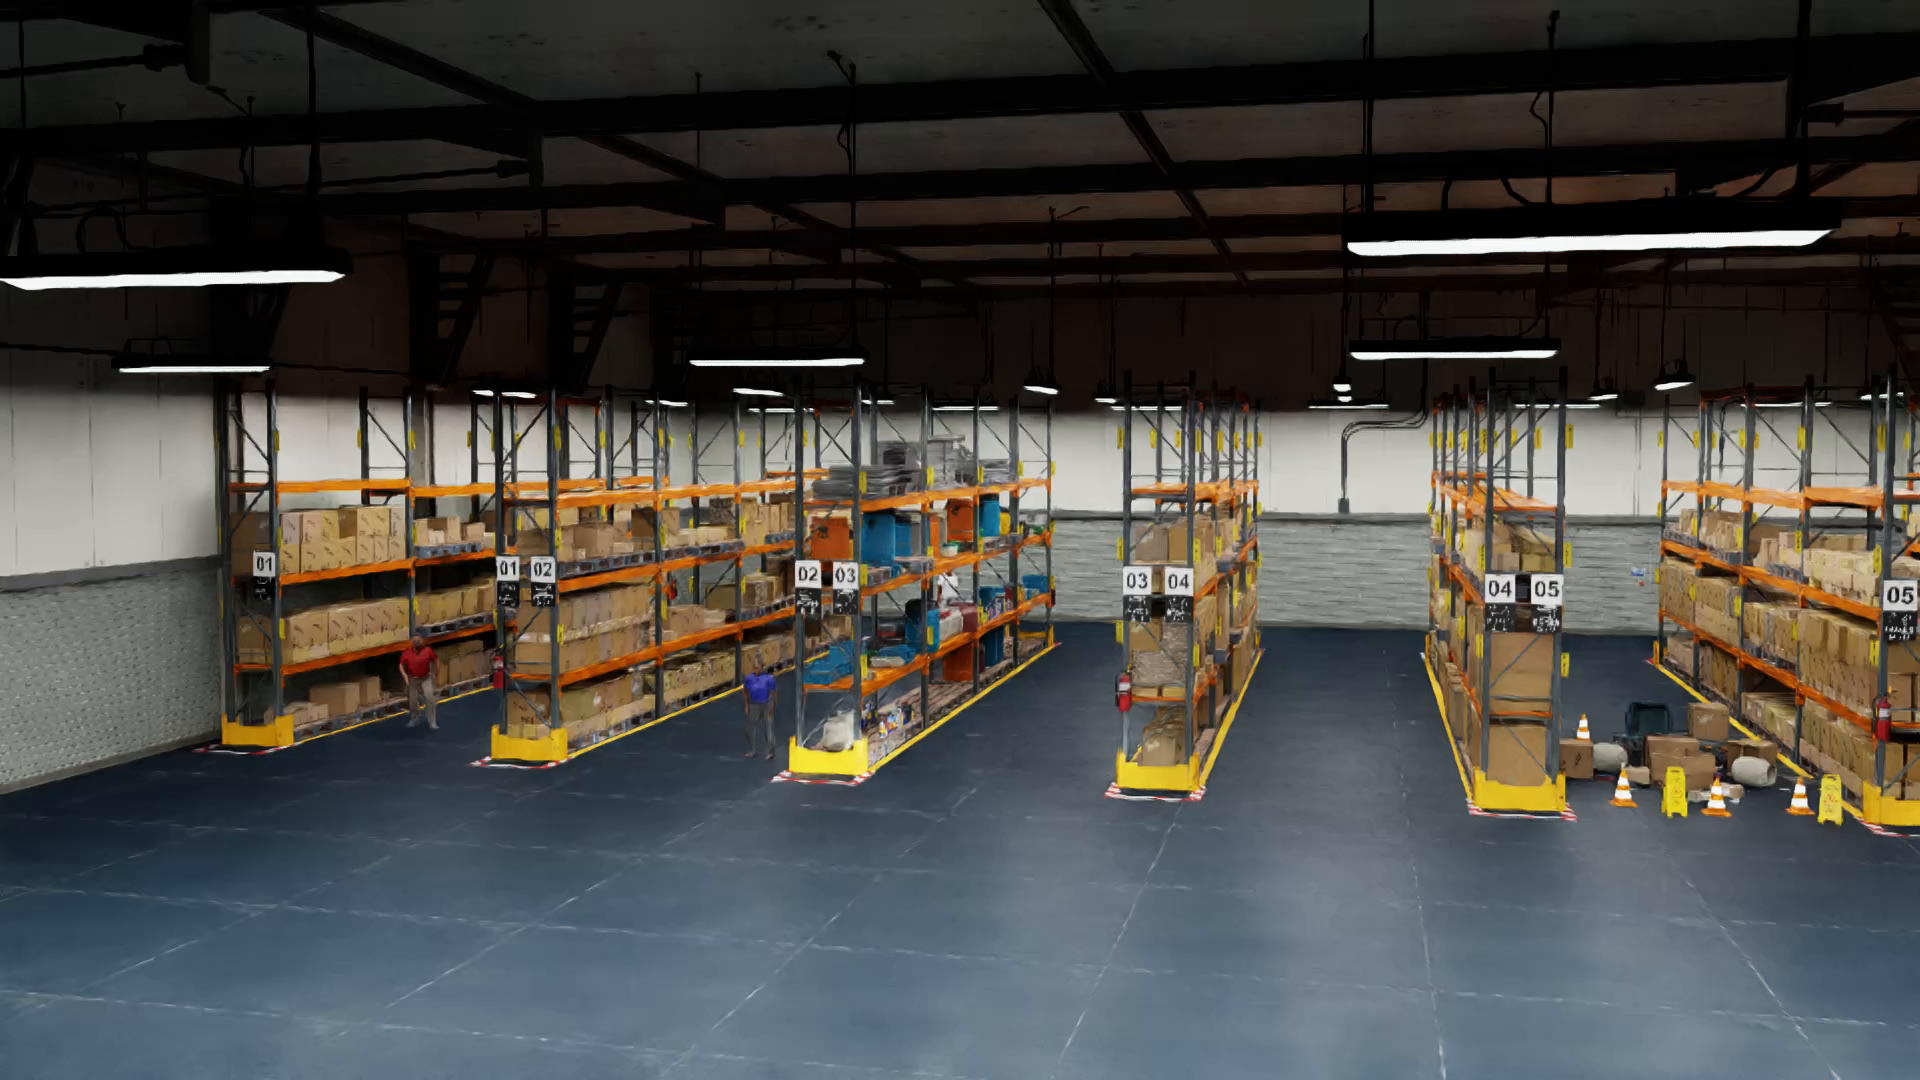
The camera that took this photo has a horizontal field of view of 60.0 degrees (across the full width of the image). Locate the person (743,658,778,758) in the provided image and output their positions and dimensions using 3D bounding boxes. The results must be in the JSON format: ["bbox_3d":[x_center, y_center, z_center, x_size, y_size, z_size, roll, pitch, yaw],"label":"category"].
[{"bbox_3d":[-3.146,2.646,26.156,0.571,1.590,0.513,1,4,12],"label":"person"}]

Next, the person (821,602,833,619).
[{"bbox_3d":[-3.671,1.345,46.175,0.747,1.778,0.494,-3,4,-38],"label":"person"}]

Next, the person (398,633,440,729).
[{"bbox_3d":[-9.360,2.432,28.840,0.691,1.668,0.793,0,3,-8],"label":"person"}]

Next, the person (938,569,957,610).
[{"bbox_3d":[-0.408,1.477,44.061,0.731,1.757,0.528,-2,4,-28],"label":"person"}]
